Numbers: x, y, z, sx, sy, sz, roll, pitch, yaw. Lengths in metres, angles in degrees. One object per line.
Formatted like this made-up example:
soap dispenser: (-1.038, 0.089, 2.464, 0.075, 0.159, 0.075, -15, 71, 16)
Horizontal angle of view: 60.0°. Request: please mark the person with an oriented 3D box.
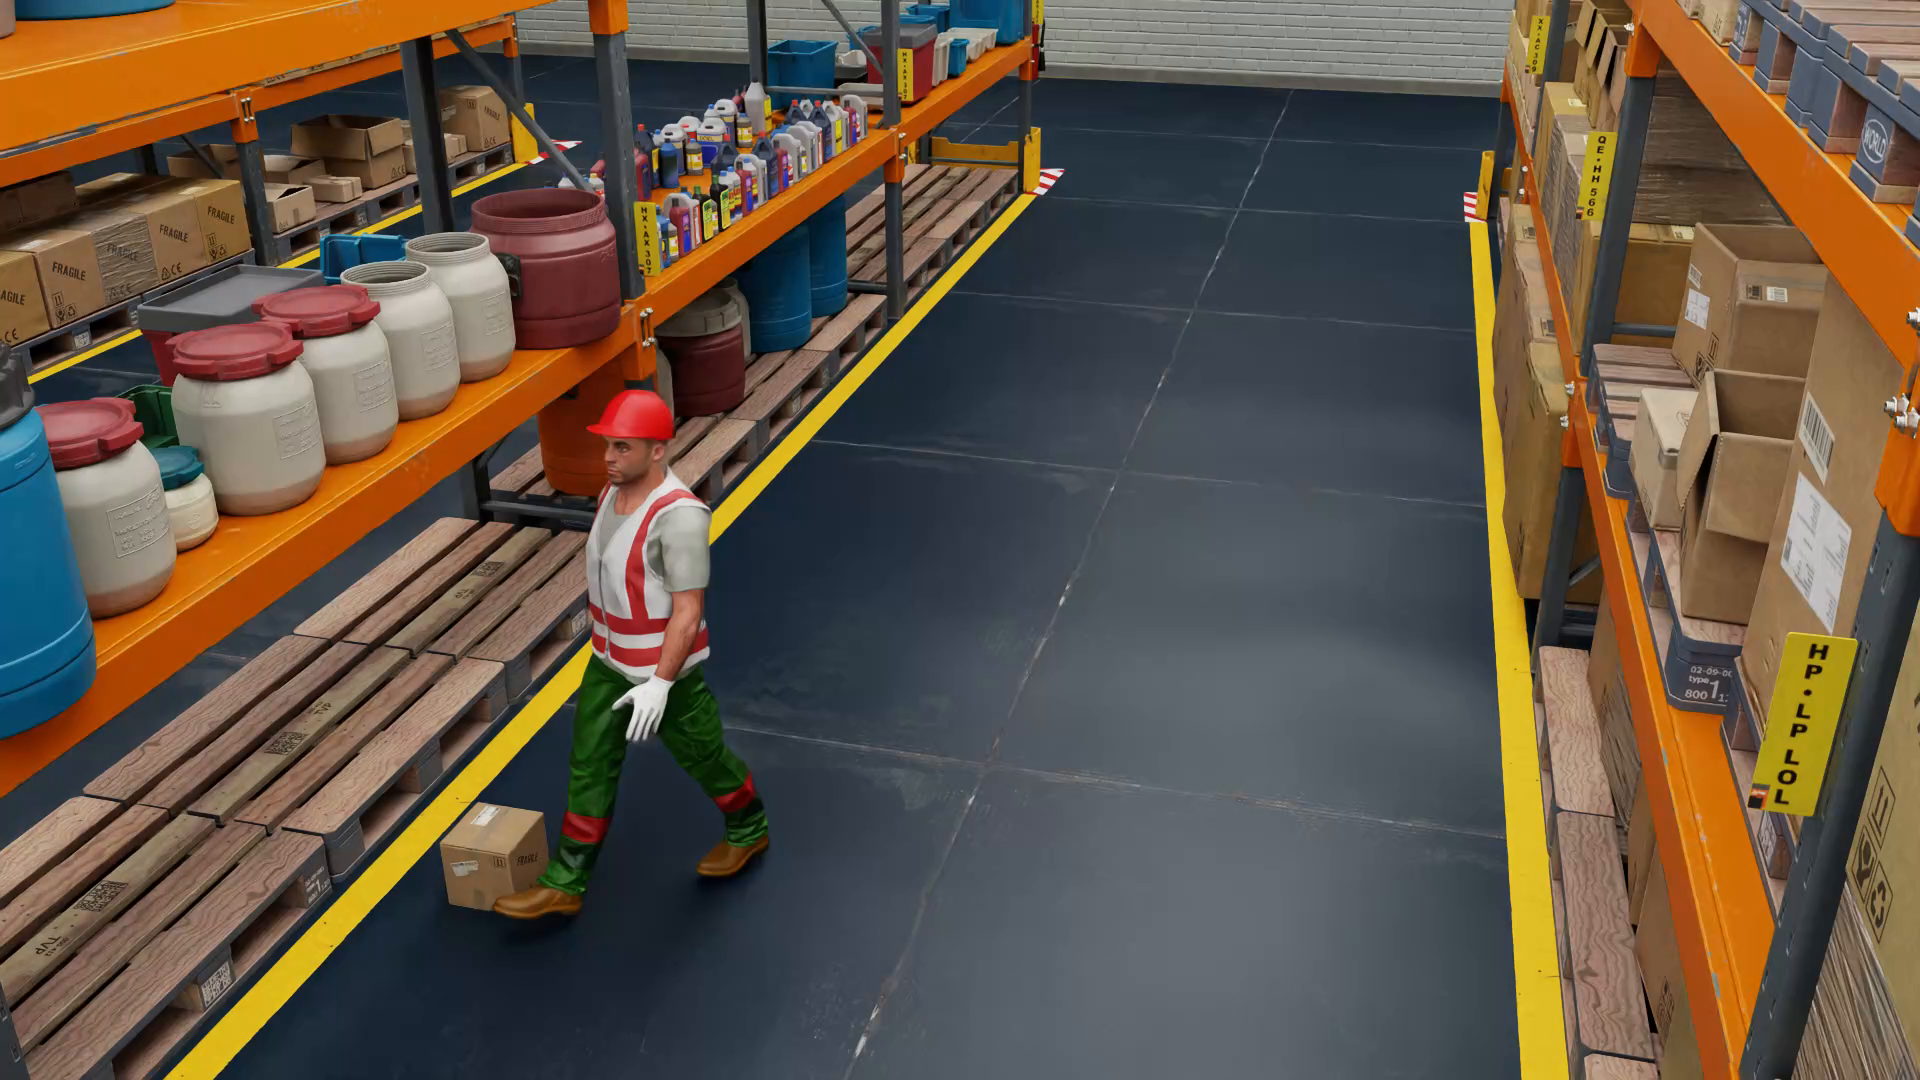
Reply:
person: (-1.058, 0.402, 5.218, 0.944, 1.752, 0.575, -22, 33, -39)
